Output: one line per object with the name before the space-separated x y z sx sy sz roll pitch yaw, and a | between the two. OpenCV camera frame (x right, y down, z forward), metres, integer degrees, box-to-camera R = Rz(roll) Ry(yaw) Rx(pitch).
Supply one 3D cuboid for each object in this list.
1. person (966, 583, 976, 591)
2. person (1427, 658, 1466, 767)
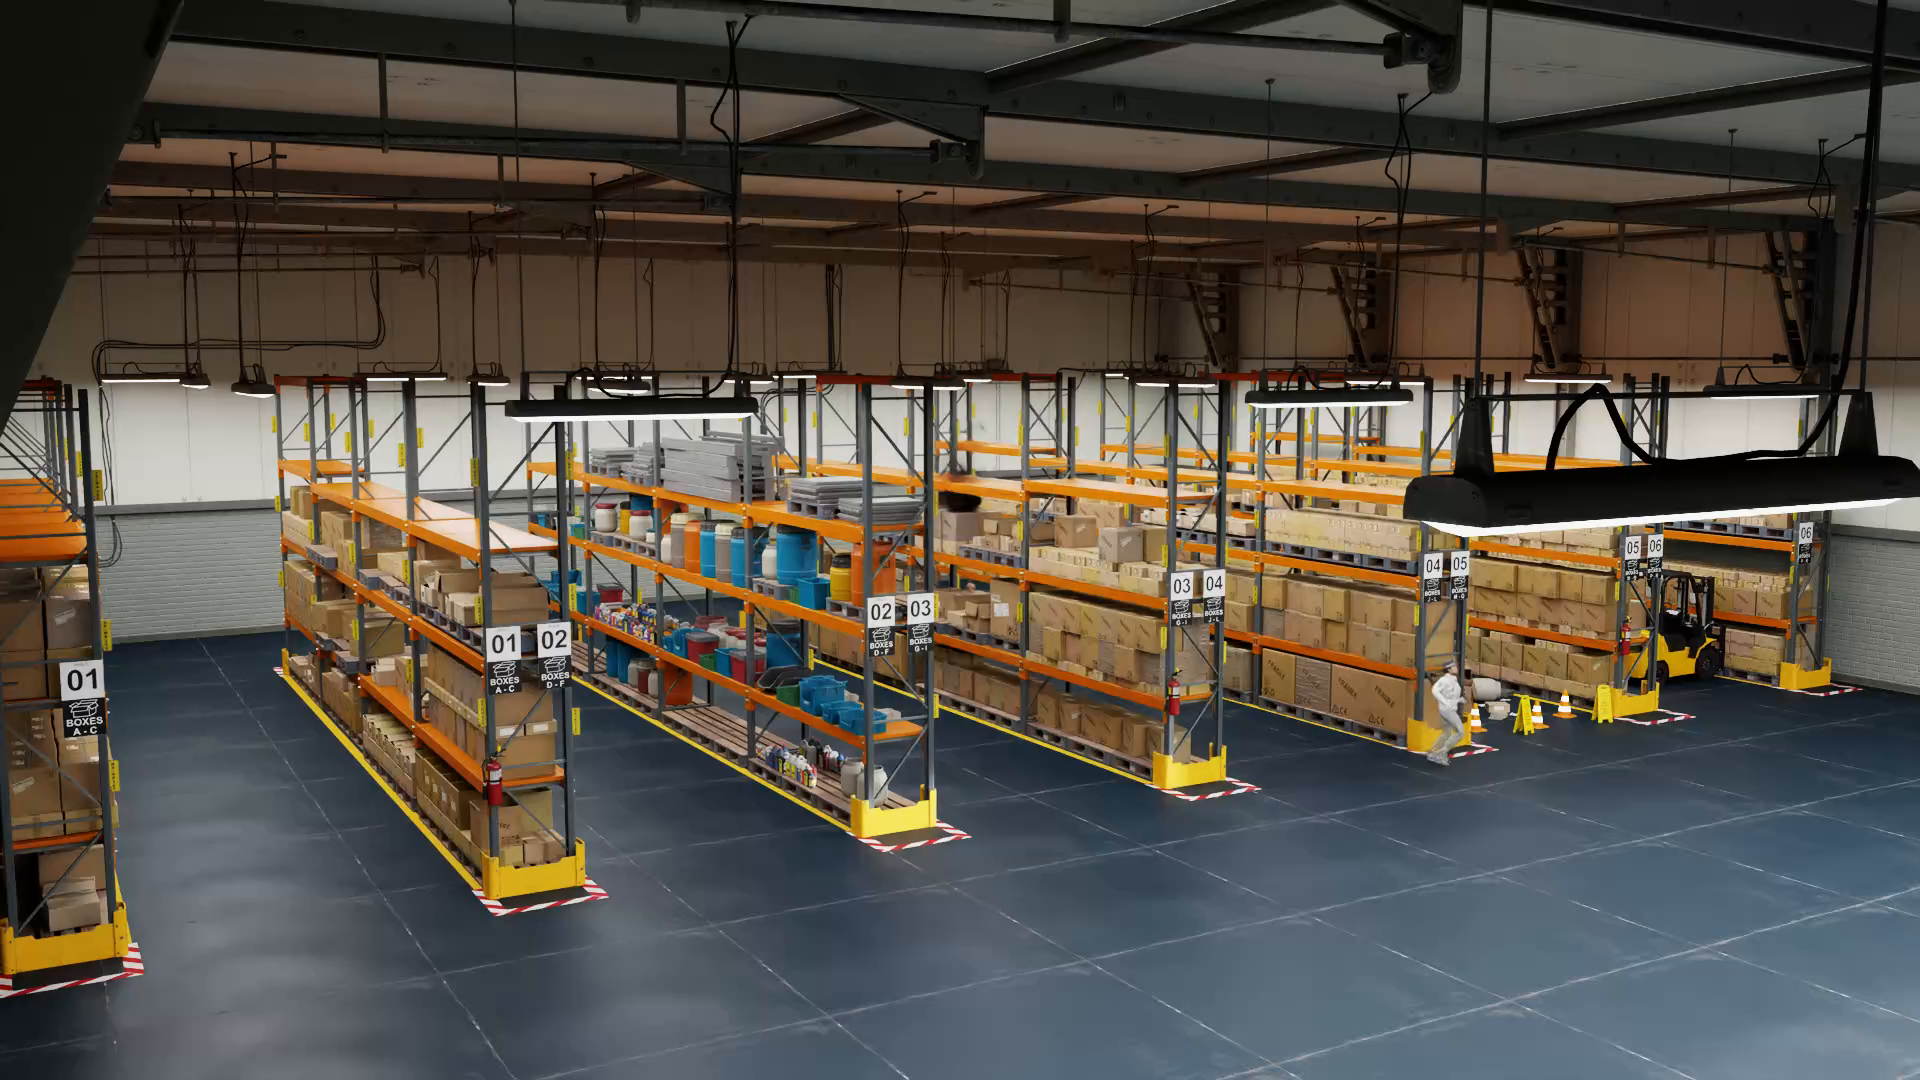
person | 0.258 1.744 34.040 0.701 1.735 0.624 -5 8 -39
person | 7.619 2.669 25.914 0.563 1.690 0.646 3 7 26
